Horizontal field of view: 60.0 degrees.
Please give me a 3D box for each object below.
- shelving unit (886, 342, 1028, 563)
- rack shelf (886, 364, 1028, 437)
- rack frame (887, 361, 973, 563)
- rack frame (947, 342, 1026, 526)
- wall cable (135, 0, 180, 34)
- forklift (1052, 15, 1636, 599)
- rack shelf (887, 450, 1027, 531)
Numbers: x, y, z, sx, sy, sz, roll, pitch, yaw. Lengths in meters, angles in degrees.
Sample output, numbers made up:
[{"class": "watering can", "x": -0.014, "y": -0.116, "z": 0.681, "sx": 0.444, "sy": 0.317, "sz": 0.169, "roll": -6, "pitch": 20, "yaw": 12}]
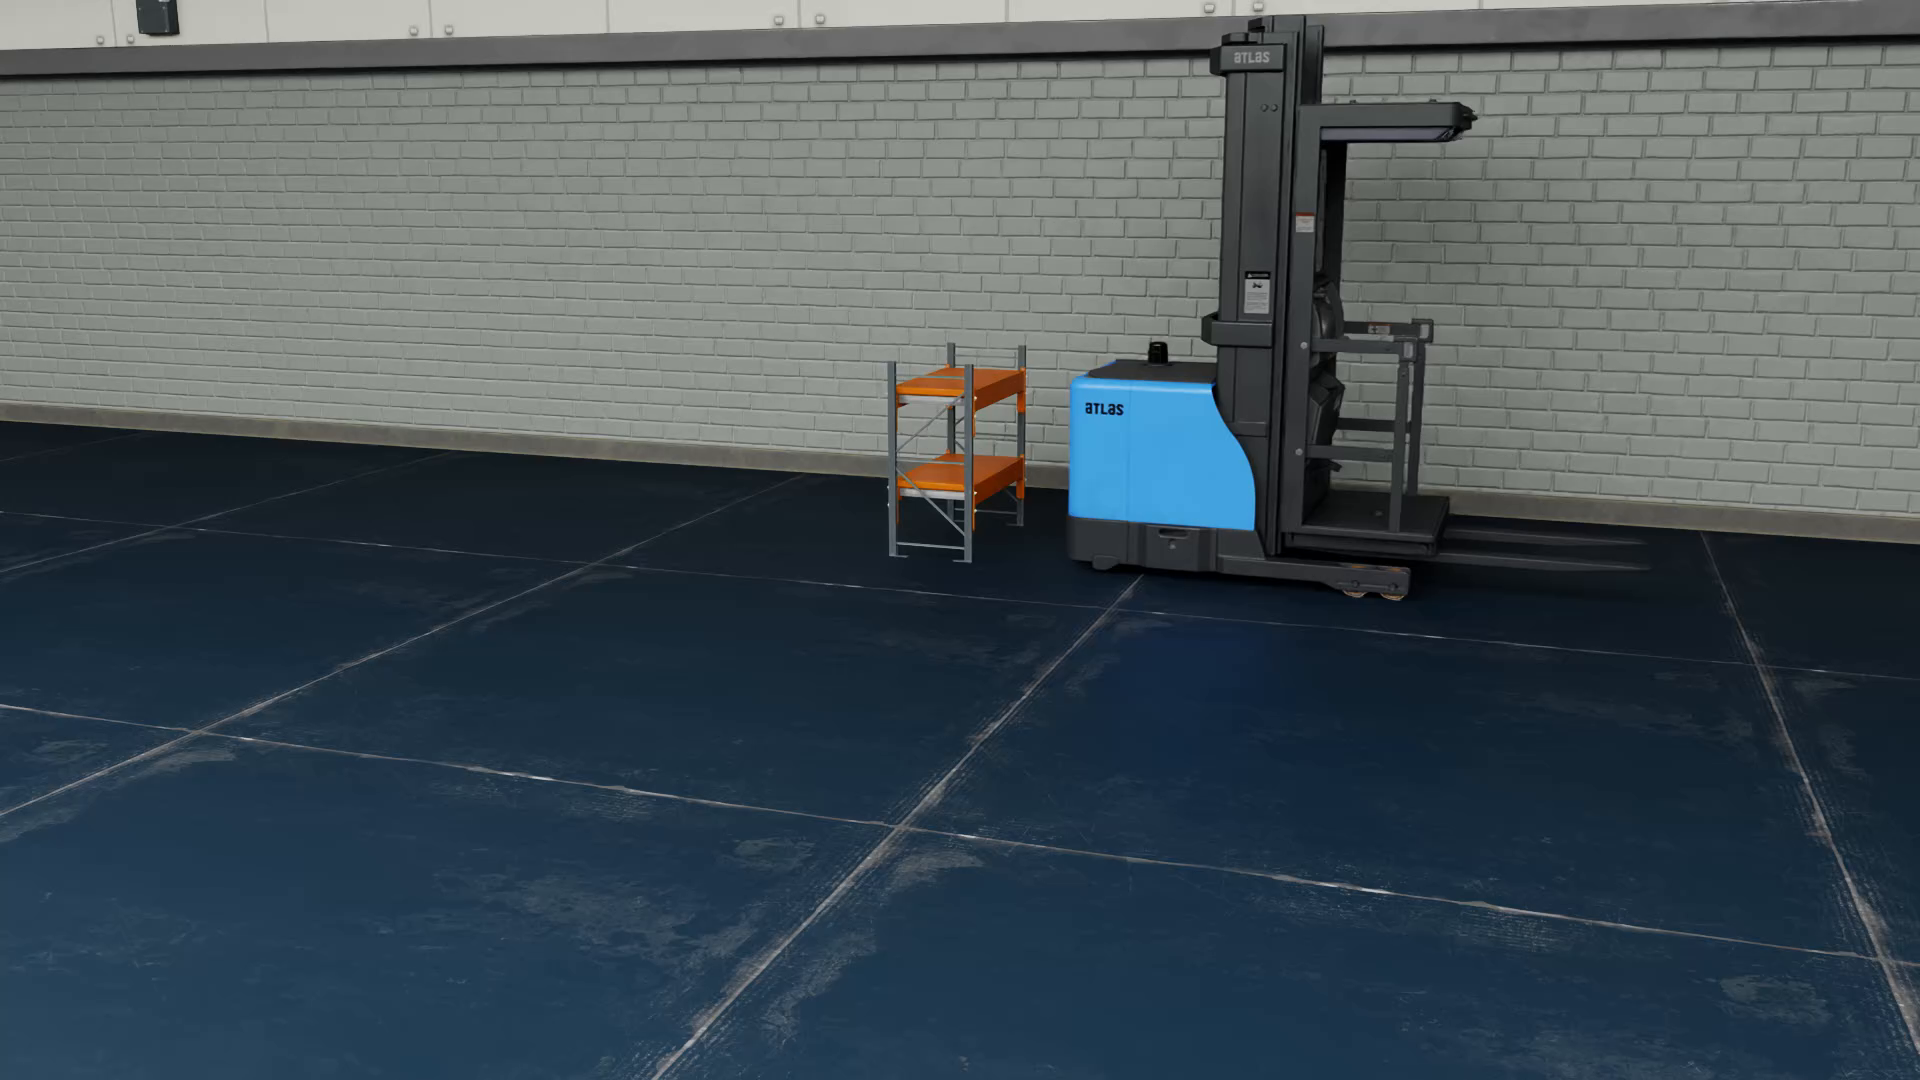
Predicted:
[{"class": "shelving unit", "x": -0.002, "y": -0.547, "z": 9.857, "sx": 0.538, "sy": 1.125, "sz": 1.048, "roll": 4, "pitch": 14, "yaw": 18}, {"class": "rack shelf", "x": -0.002, "y": -0.832, "z": 9.791, "sx": 0.538, "sy": 0.278, "sz": 1.000, "roll": 4, "pitch": 14, "yaw": 18}, {"class": "rack frame", "x": -0.167, "y": -0.440, "z": 9.388, "sx": 0.500, "sy": 1.125, "sz": 0.032, "roll": 4, "pitch": 14, "yaw": 18}, {"class": "rack frame", "x": 0.162, "y": -0.654, "z": 10.325, "sx": 0.500, "sy": 1.125, "sz": 0.032, "roll": 4, "pitch": 14, "yaw": 18}, {"class": "wall cable", "x": -5.387, "y": -6.852, "z": 12.143, "sx": 2.305, "sy": 6.003, "sz": 0.169, "roll": 4, "pitch": 14, "yaw": 18}, {"class": "forklift", "x": 2.088, "y": -1.254, "z": 8.896, "sx": 3.031, "sy": 2.935, "sz": 1.130, "roll": 5, "pitch": 14, "yaw": 19}, {"class": "rack shelf", "x": -0.002, "y": -0.309, "z": 9.911, "sx": 0.538, "sy": 0.278, "sz": 1.000, "roll": 4, "pitch": 14, "yaw": 18}]
